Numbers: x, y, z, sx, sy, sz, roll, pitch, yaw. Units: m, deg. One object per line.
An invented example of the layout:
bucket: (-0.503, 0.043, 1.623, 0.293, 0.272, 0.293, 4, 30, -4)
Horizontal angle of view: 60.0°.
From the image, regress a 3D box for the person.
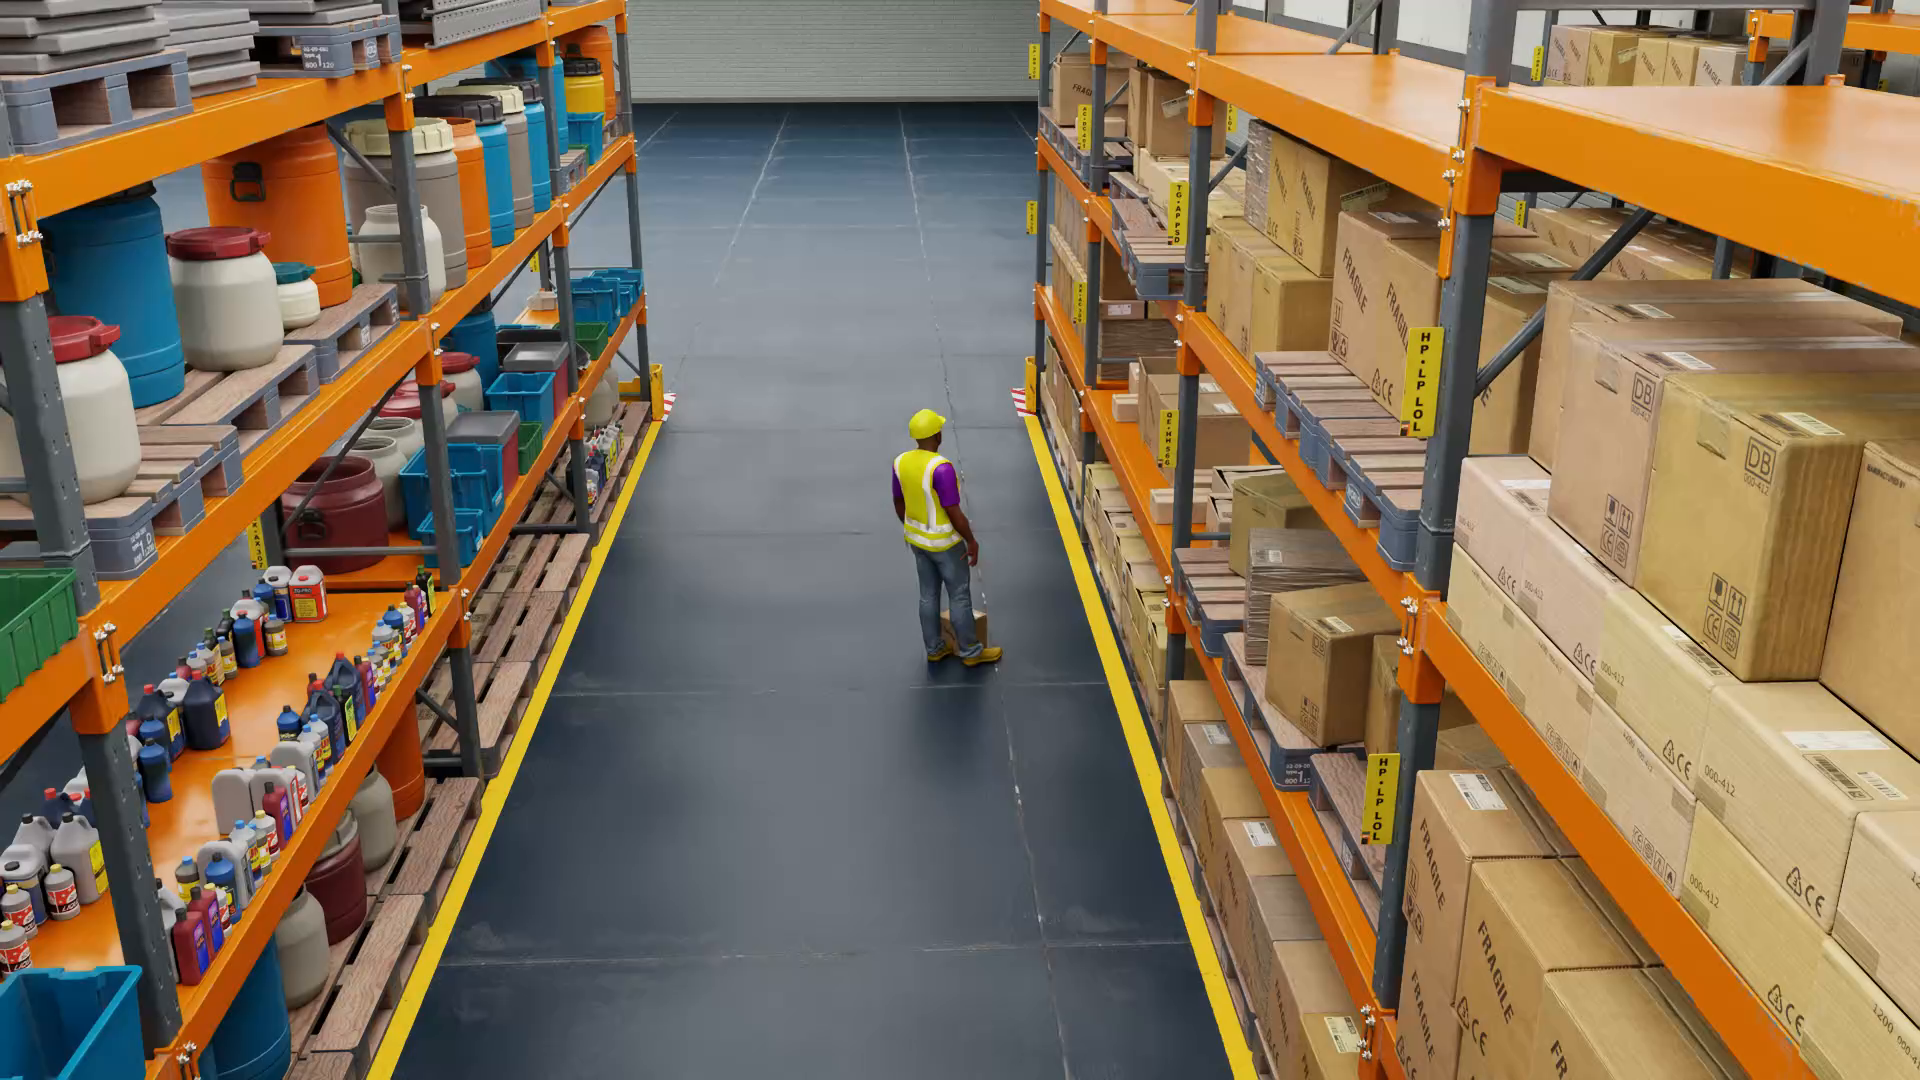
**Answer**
person: (-0.106, -0.028, 11.102, 0.664, 1.763, 0.574, 19, 27, 41)
